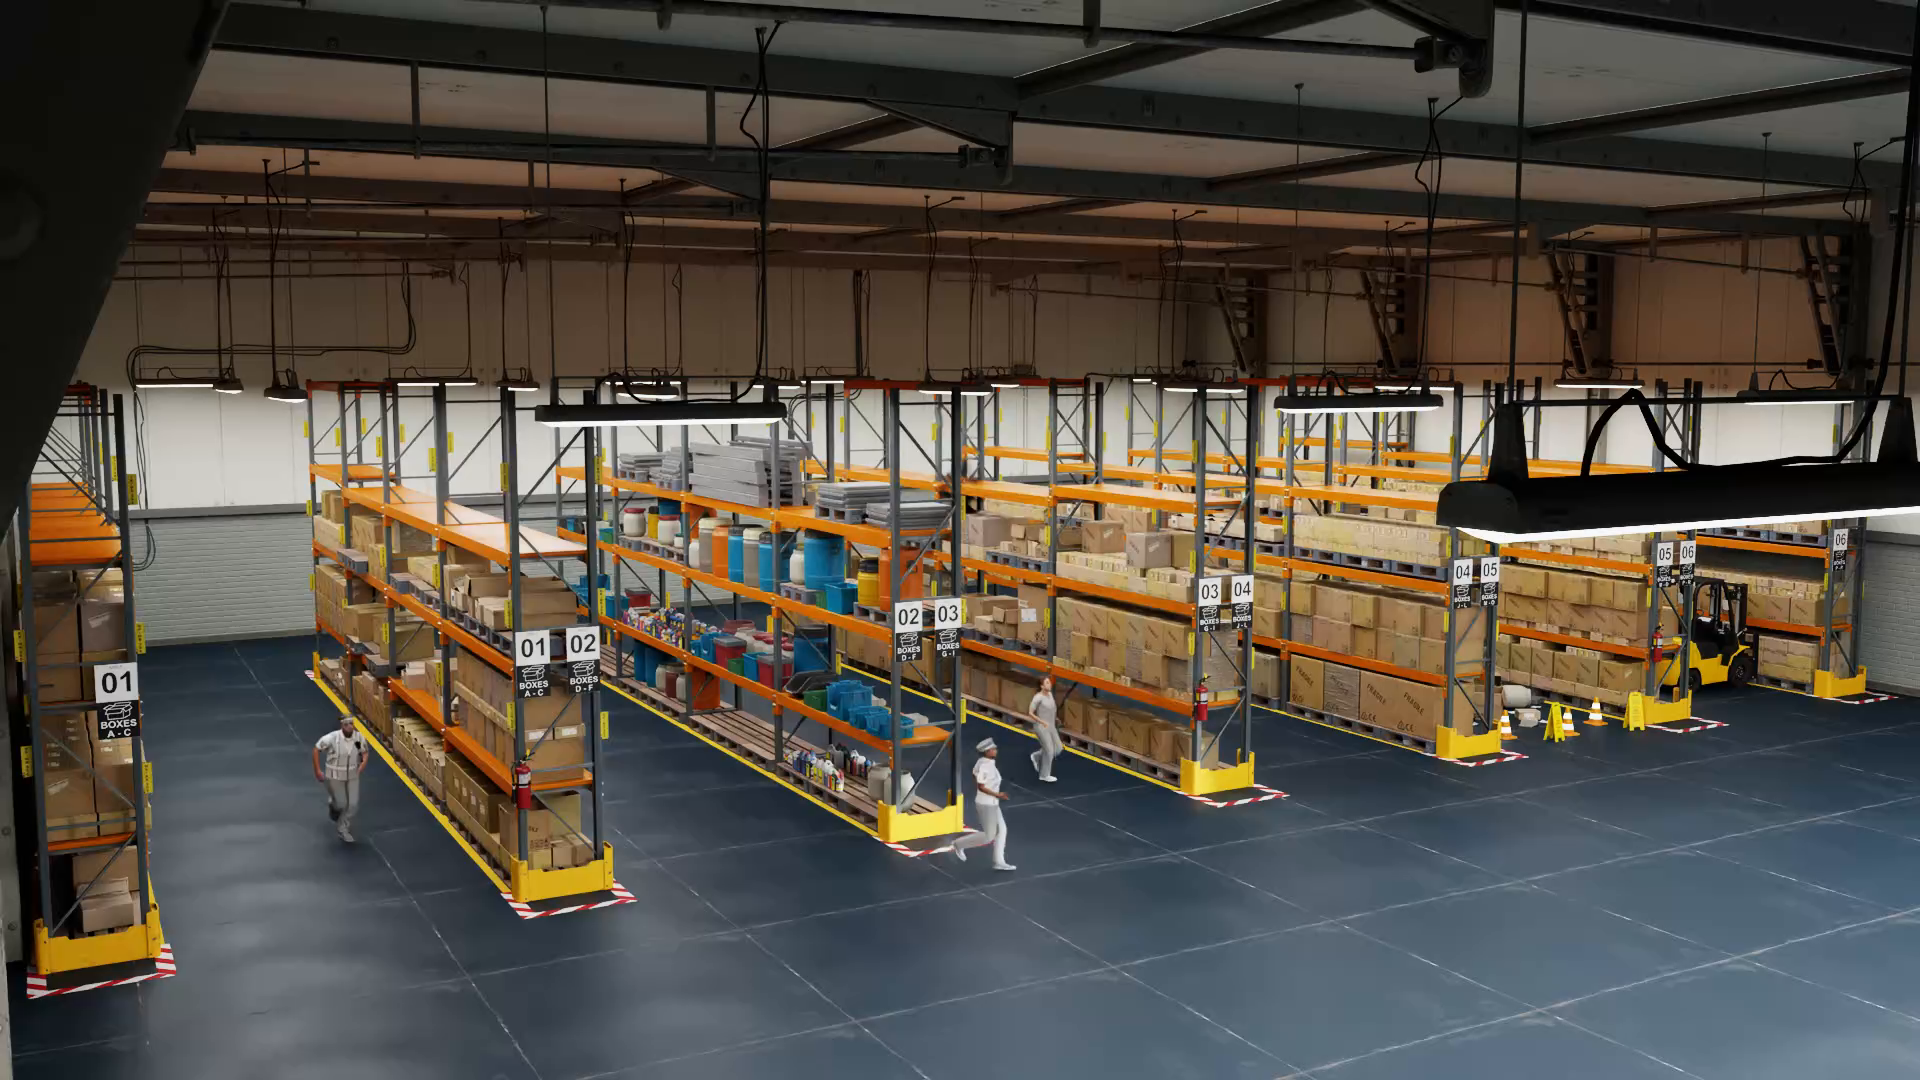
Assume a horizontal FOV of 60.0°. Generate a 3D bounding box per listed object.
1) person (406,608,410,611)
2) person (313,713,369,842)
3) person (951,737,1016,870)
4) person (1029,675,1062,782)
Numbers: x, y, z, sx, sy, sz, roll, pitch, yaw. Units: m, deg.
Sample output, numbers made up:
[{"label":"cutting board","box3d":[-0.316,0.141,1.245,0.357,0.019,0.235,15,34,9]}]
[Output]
[{"label":"person","box3d":[-11.685,1.733,34.870,0.821,1.780,0.671,0,6,4]},{"label":"person","box3d":[-8.216,3.139,22.151,0.702,1.740,0.706,-5,8,-39]},{"label":"person","box3d":[0.314,3.302,20.856,0.790,1.678,0.586,0,6,3]},{"label":"person","box3d":[1.253,2.845,25.189,0.558,1.624,0.548,5,8,41]}]
